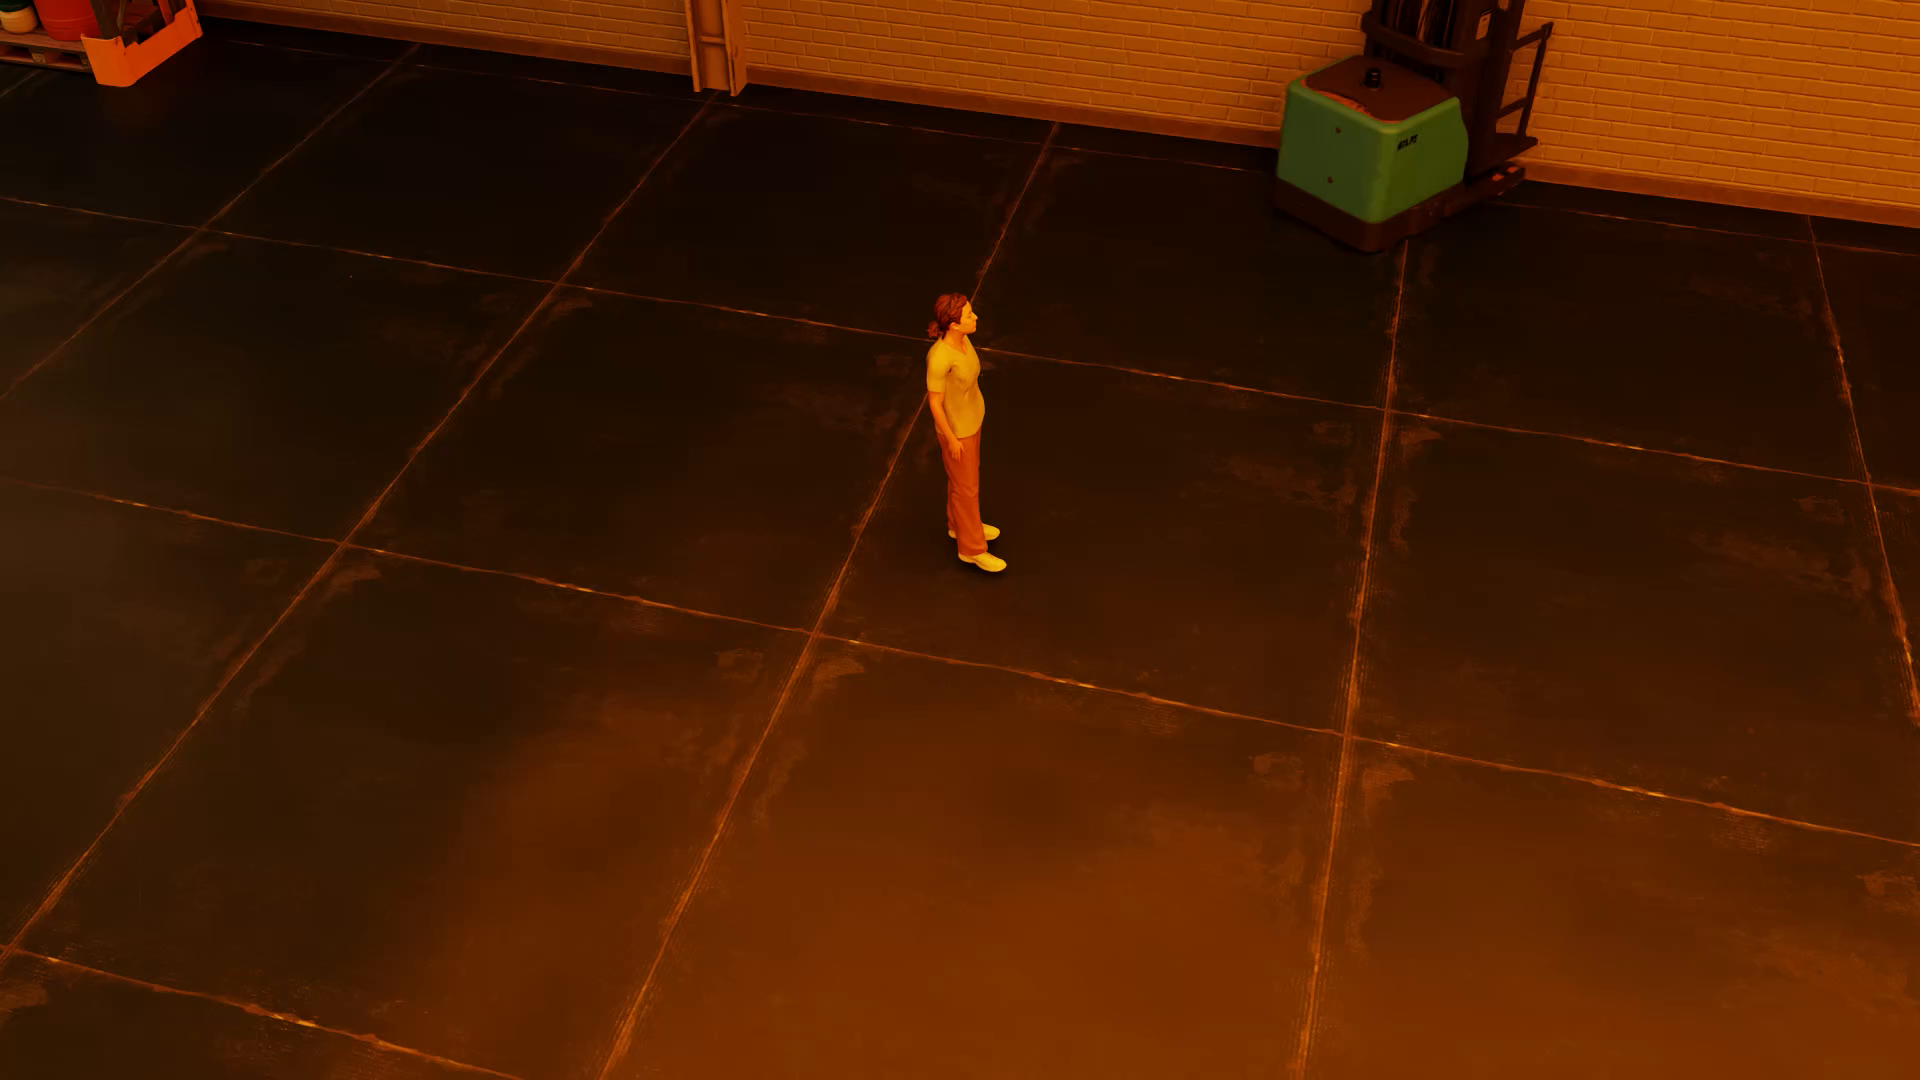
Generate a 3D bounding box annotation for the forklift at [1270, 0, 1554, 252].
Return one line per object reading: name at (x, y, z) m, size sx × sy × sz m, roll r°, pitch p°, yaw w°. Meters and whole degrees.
forklift at (3.873, -4.075, 12.511) m, size 3.031 × 2.935 × 1.130 m, roll -29°, pitch 49°, yaw -29°

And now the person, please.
person at (0.069, -0.646, 9.478) m, size 0.547 × 1.673 × 0.553 m, roll 10°, pitch 42°, yaw 11°
